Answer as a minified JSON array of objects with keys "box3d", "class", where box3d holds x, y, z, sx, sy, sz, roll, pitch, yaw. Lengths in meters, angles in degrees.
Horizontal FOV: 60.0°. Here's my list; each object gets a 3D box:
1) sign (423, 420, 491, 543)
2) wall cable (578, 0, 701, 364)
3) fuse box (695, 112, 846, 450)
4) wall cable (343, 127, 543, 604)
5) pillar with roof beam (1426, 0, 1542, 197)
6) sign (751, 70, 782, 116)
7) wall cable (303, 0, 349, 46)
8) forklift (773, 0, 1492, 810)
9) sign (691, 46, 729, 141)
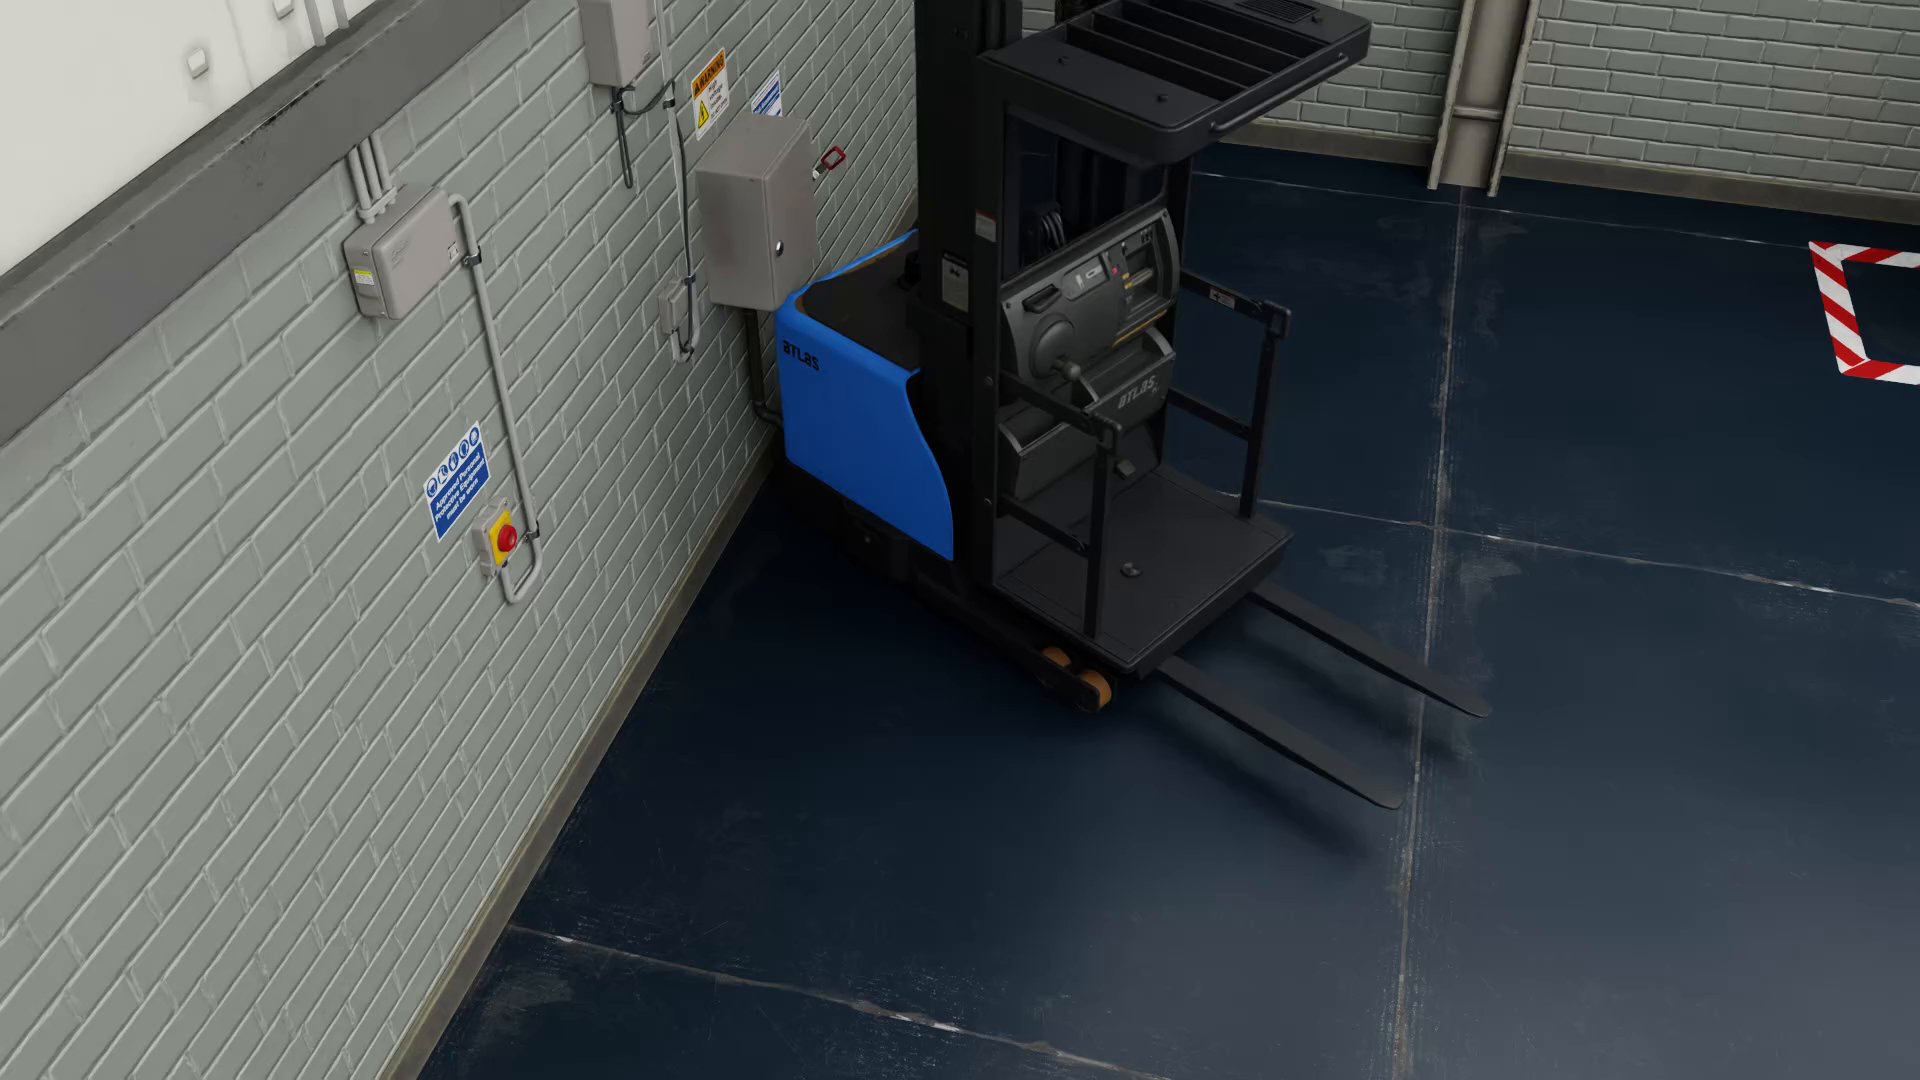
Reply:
[{"box3d":[-1.483,-0.175,4.916,0.001,0.218,0.327,10,41,11],"class":"sign"},{"box3d":[-1.056,-1.363,5.751,0.122,1.984,0.588,10,41,11],"class":"wall cable"},{"box3d":[-0.728,-0.879,6.966,0.414,1.711,0.539,10,41,11],"class":"fuse box"},{"box3d":[-1.412,-0.492,4.689,0.123,1.953,0.585,10,41,11],"class":"wall cable"},{"box3d":[1.836,-2.884,3.686,0.400,9.000,9.100,10,41,11],"class":"pillar with roof beam"},{"box3d":[-0.800,-1.677,6.988,0.001,0.494,0.329,10,41,11],"class":"sign"},{"box3d":[-1.526,-2.236,2.915,0.029,3.000,0.463,10,41,11],"class":"wall cable"},{"box3d":[0.643,-0.836,5.967,3.031,2.935,1.130,31,49,32],"class":"forklift"},{"box3d":[-0.942,-1.688,6.286,0.001,0.242,0.339,10,41,11],"class":"sign"}]
